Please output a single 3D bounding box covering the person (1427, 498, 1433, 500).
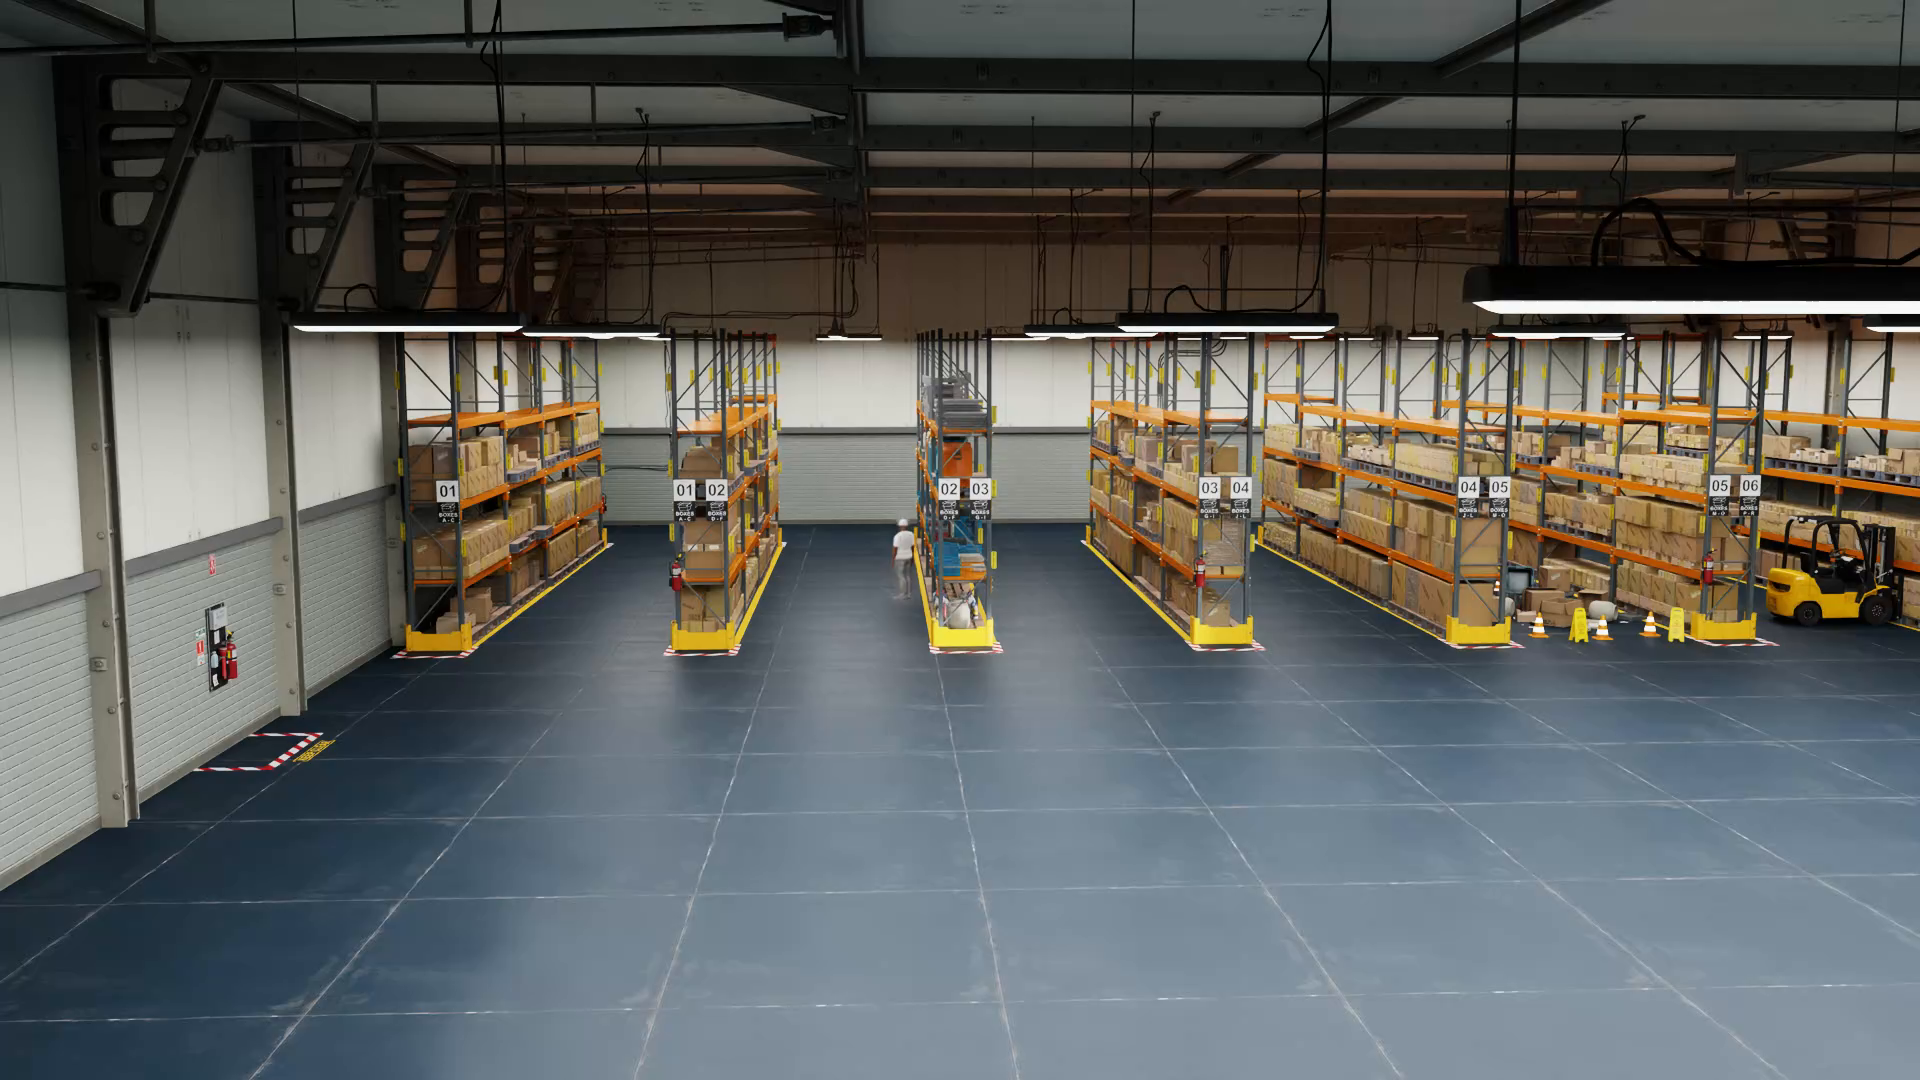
[{"bbox_3d":[12.440,-0.282,43.995,0.427,1.681,0.468,1,7,11],"label":"person"}]

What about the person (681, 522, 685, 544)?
[{"bbox_3d":[-7.551,-0.560,46.242,0.366,1.676,0.532,2,7,13],"label":"person"}]

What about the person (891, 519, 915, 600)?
[{"bbox_3d":[-1.261,0.436,36.366,0.347,1.800,0.666,6,9,41],"label":"person"}]
